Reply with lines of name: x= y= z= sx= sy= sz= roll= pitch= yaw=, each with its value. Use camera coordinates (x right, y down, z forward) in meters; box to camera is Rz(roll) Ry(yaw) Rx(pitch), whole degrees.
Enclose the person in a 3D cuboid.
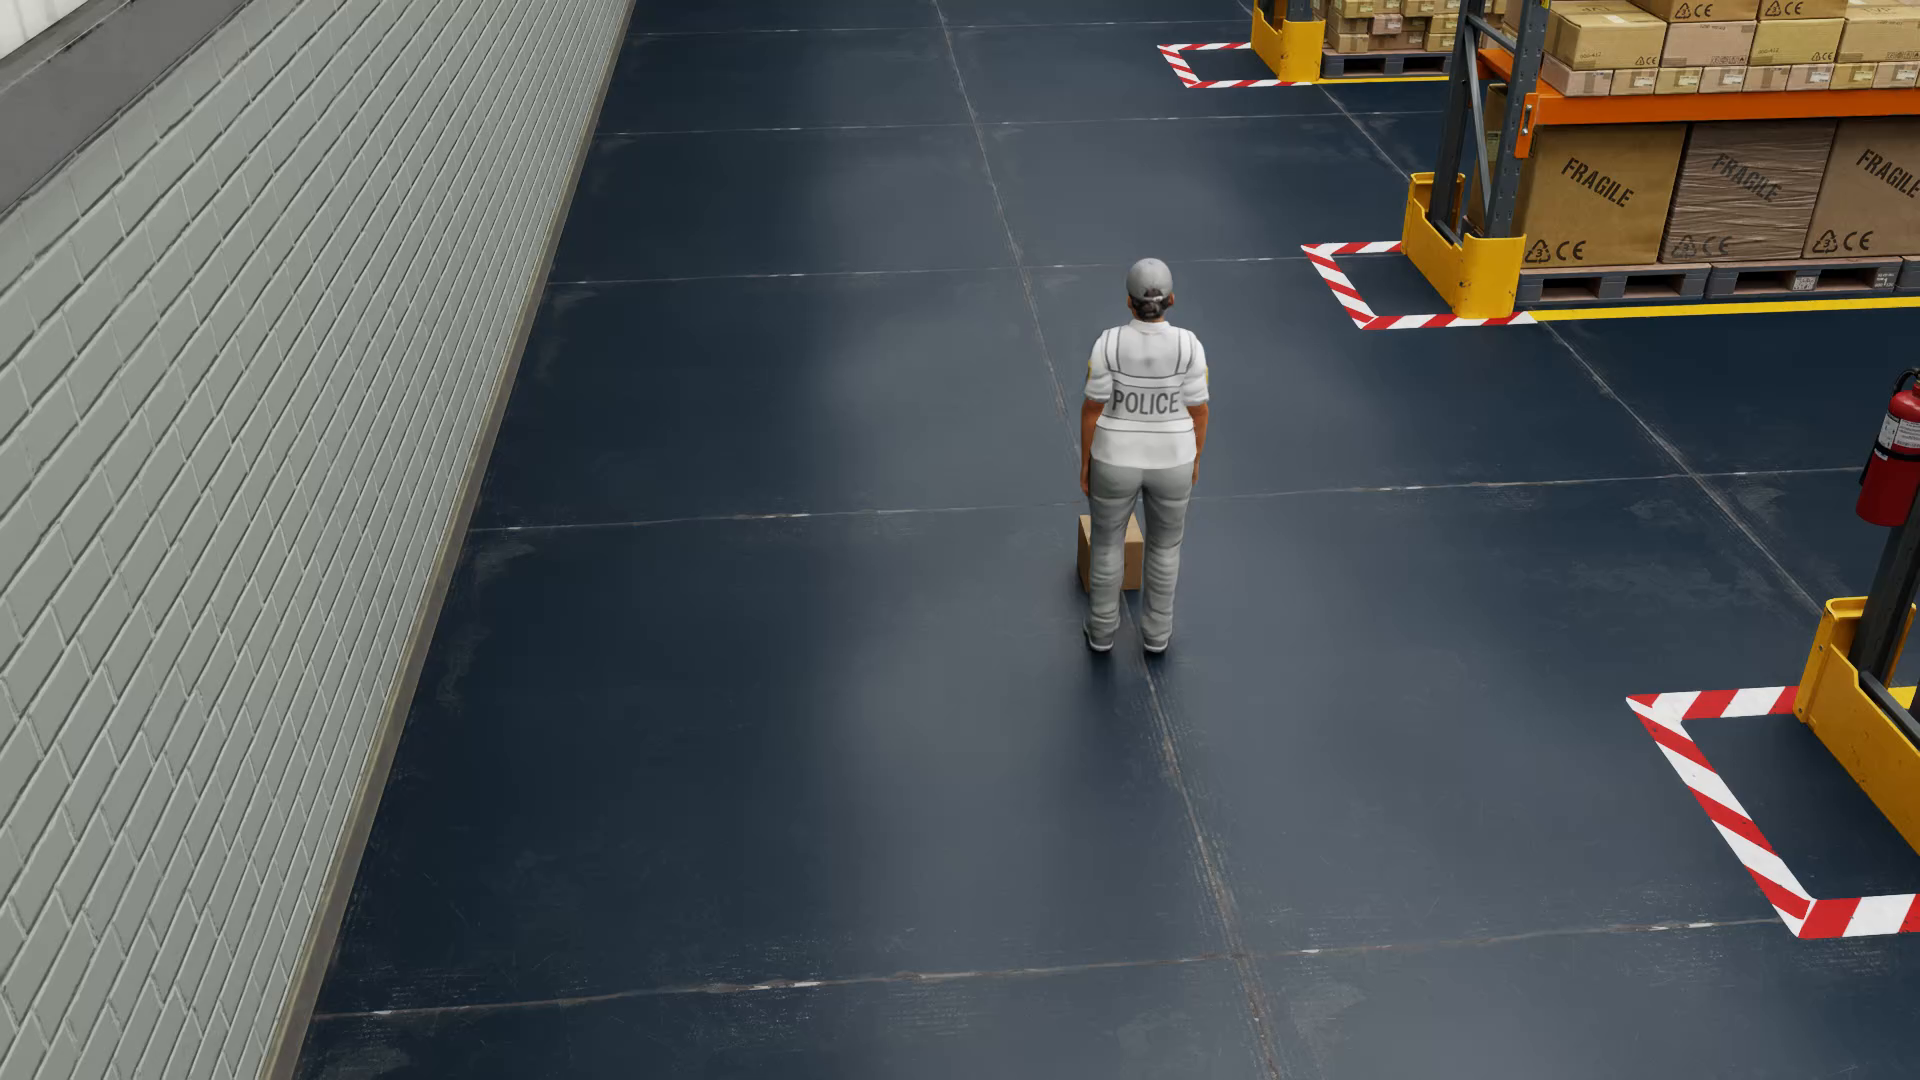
person: x=0.719 y=-0.315 z=6.619 sx=0.495 sy=1.668 sz=0.414 roll=1 pitch=31 yaw=1
